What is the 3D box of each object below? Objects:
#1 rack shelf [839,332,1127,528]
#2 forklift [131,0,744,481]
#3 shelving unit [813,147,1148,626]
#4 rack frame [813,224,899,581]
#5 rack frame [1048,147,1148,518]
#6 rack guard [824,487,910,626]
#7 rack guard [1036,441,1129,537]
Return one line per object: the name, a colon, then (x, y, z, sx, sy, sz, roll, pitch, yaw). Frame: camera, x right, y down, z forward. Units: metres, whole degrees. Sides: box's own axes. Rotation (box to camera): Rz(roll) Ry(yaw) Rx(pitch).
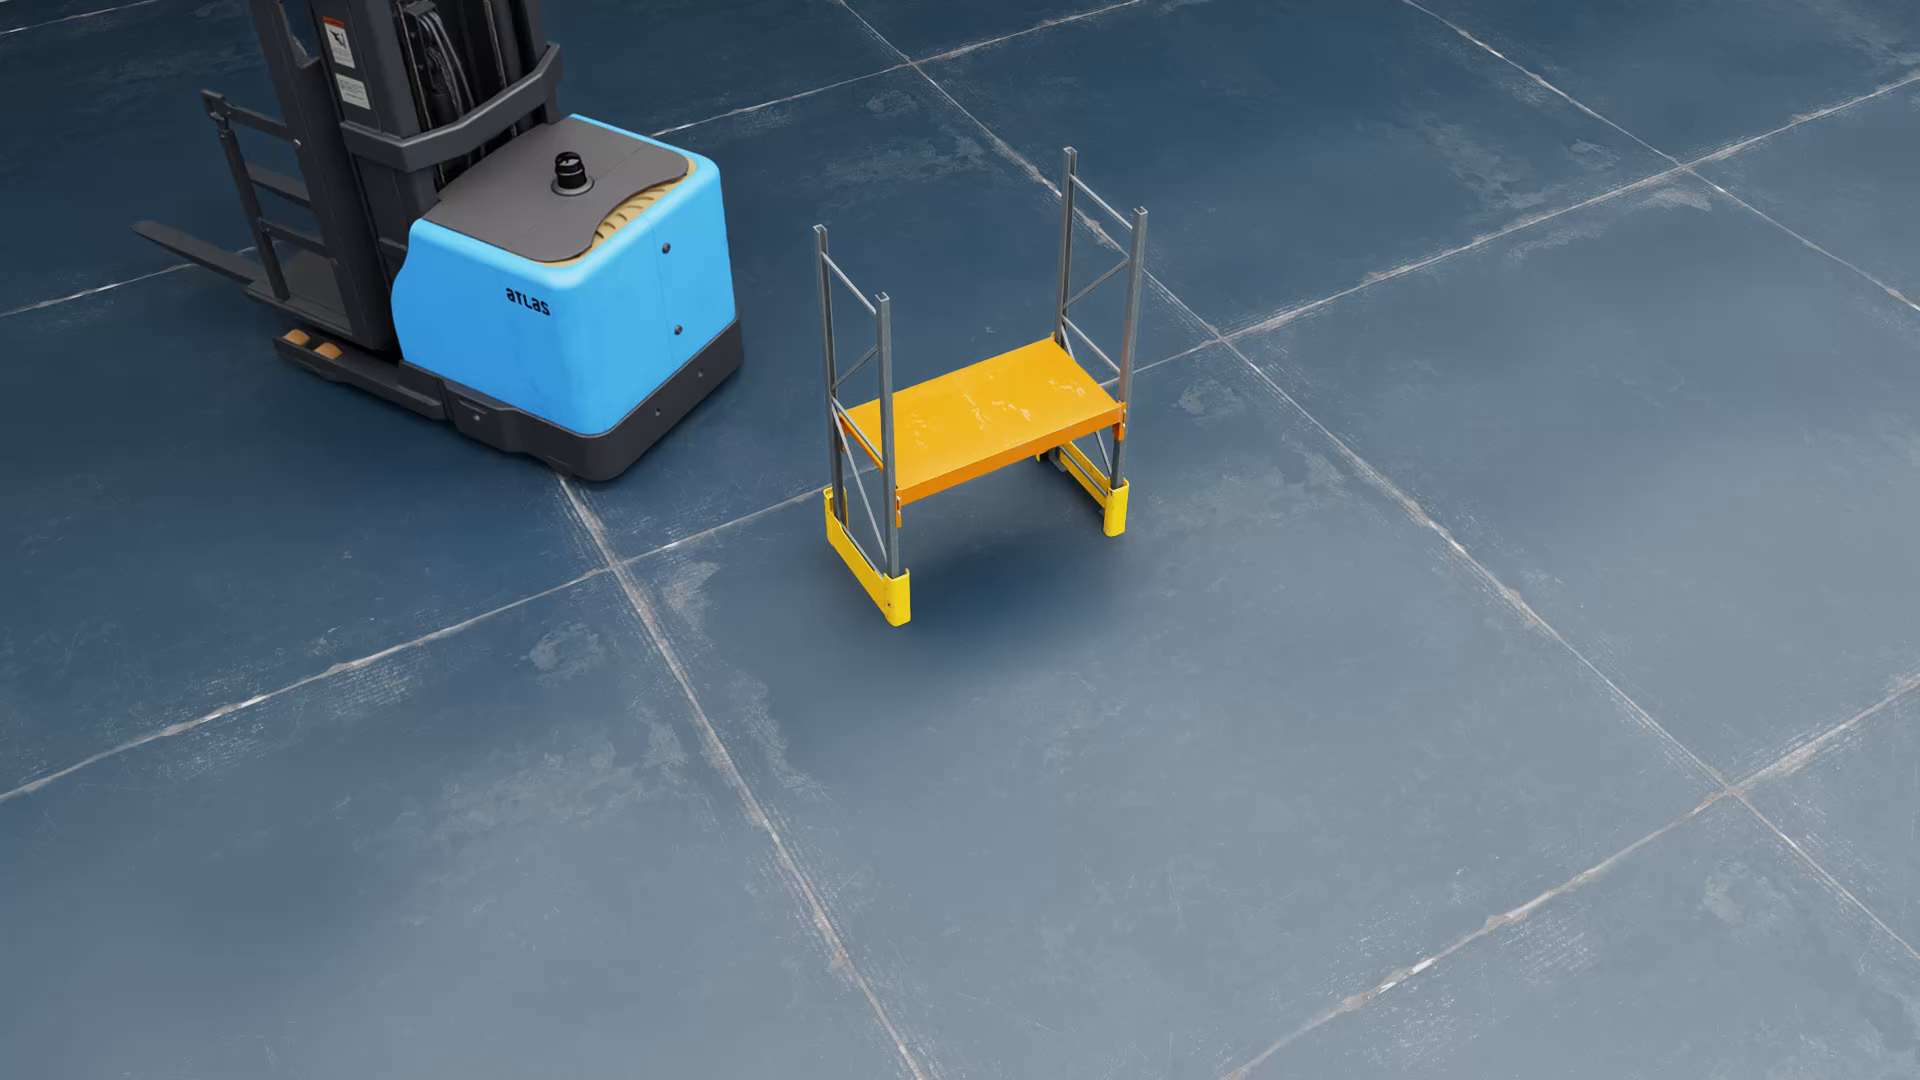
rack shelf: (0.074, -0.439, 6.383, 1.000, 0.185, 0.538, -22, 48, -21)
forklift: (-2.506, -2.065, 6.773, 3.031, 2.935, 1.130, 22, 48, 21)
shelving unit: (0.066, -0.565, 6.255, 1.083, 1.500, 0.587, -22, 48, -21)
rack frame: (-0.367, -0.391, 6.076, 0.032, 1.500, 0.500, -22, 48, -21)
rack frame: (0.515, -0.744, 6.440, 0.032, 1.500, 0.500, -22, 48, -21)
rack guard: (-0.366, 0.057, 6.512, 0.087, 0.250, 0.587, -22, 48, -21)
rack guard: (0.498, -0.289, 6.868, 0.087, 0.250, 0.587, -22, 48, -21)
